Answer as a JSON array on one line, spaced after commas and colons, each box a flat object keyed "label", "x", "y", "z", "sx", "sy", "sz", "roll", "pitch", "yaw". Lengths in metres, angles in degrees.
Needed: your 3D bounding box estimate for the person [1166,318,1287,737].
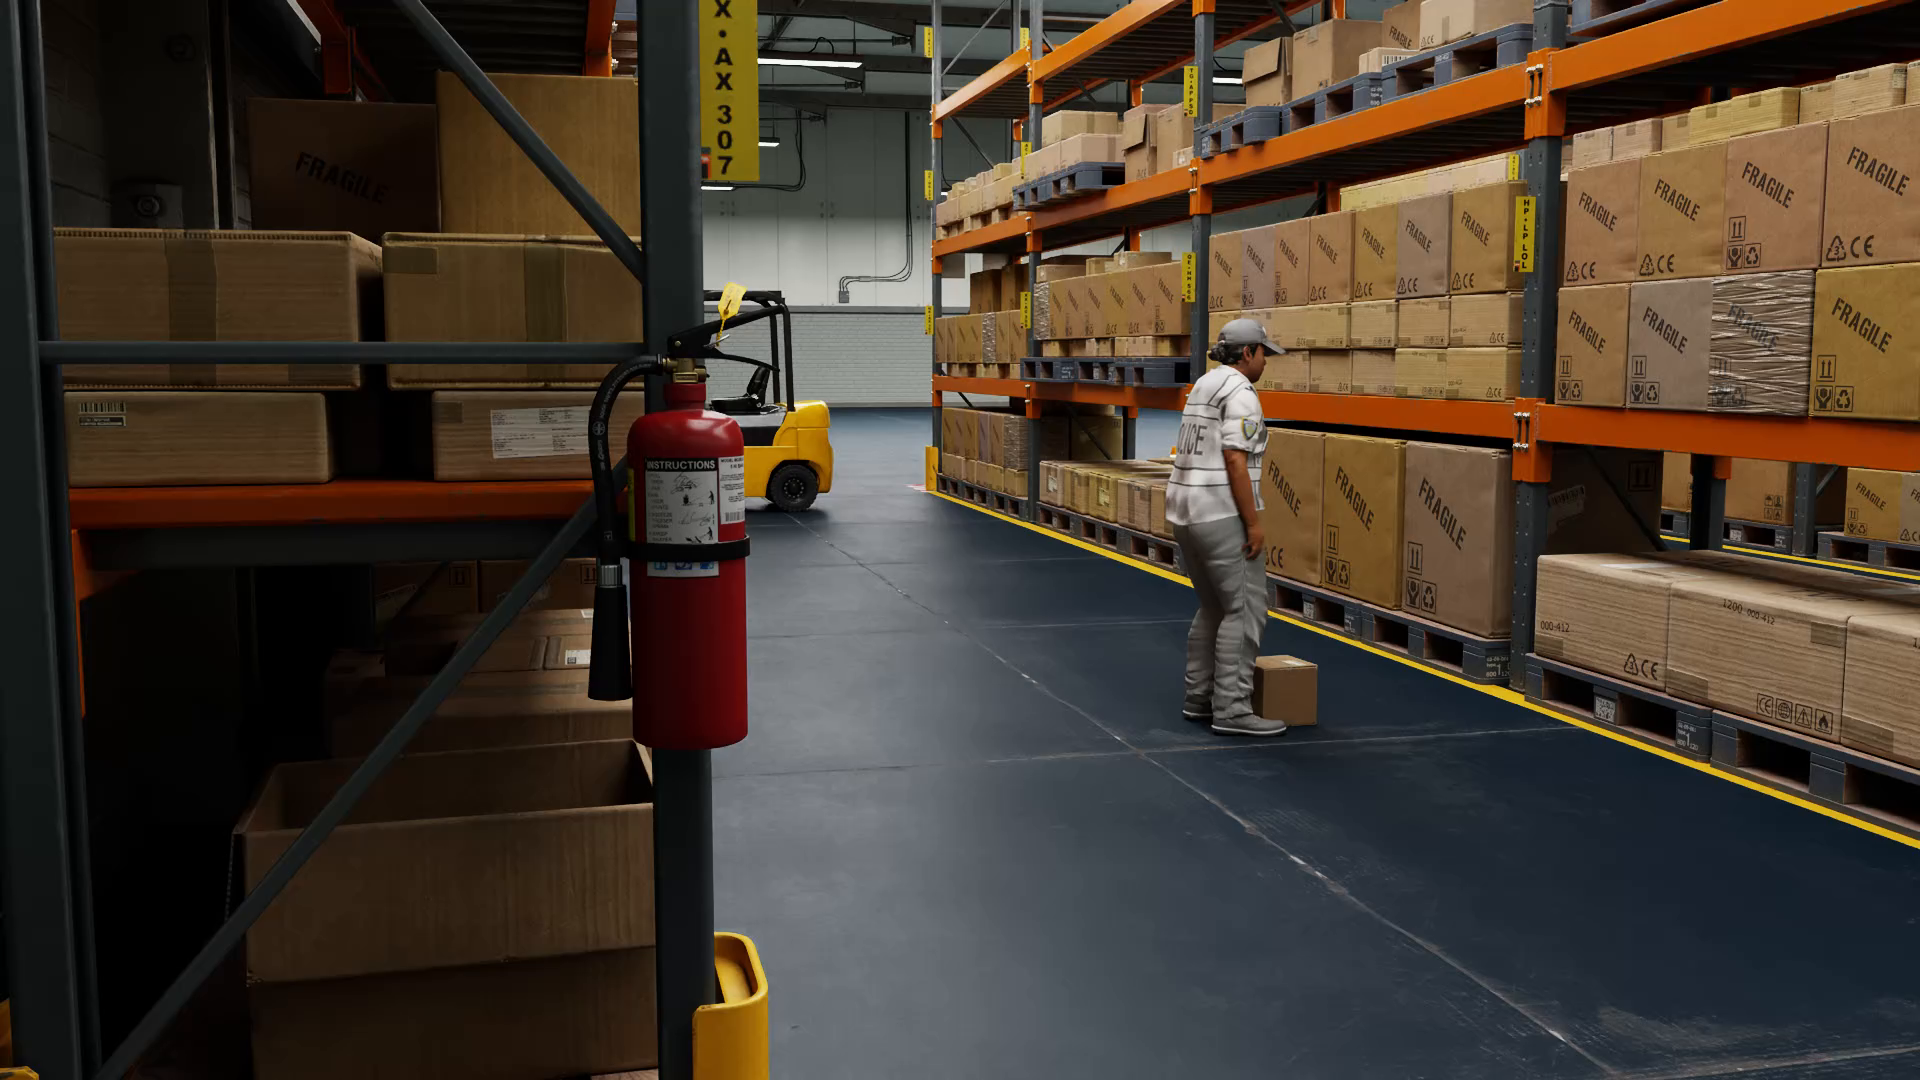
[{"label": "person", "x": 1.097, "y": -0.068, "z": 6.774, "sx": 0.469, "sy": 1.665, "sz": 0.537, "roll": -1, "pitch": 6, "yaw": -13}]
